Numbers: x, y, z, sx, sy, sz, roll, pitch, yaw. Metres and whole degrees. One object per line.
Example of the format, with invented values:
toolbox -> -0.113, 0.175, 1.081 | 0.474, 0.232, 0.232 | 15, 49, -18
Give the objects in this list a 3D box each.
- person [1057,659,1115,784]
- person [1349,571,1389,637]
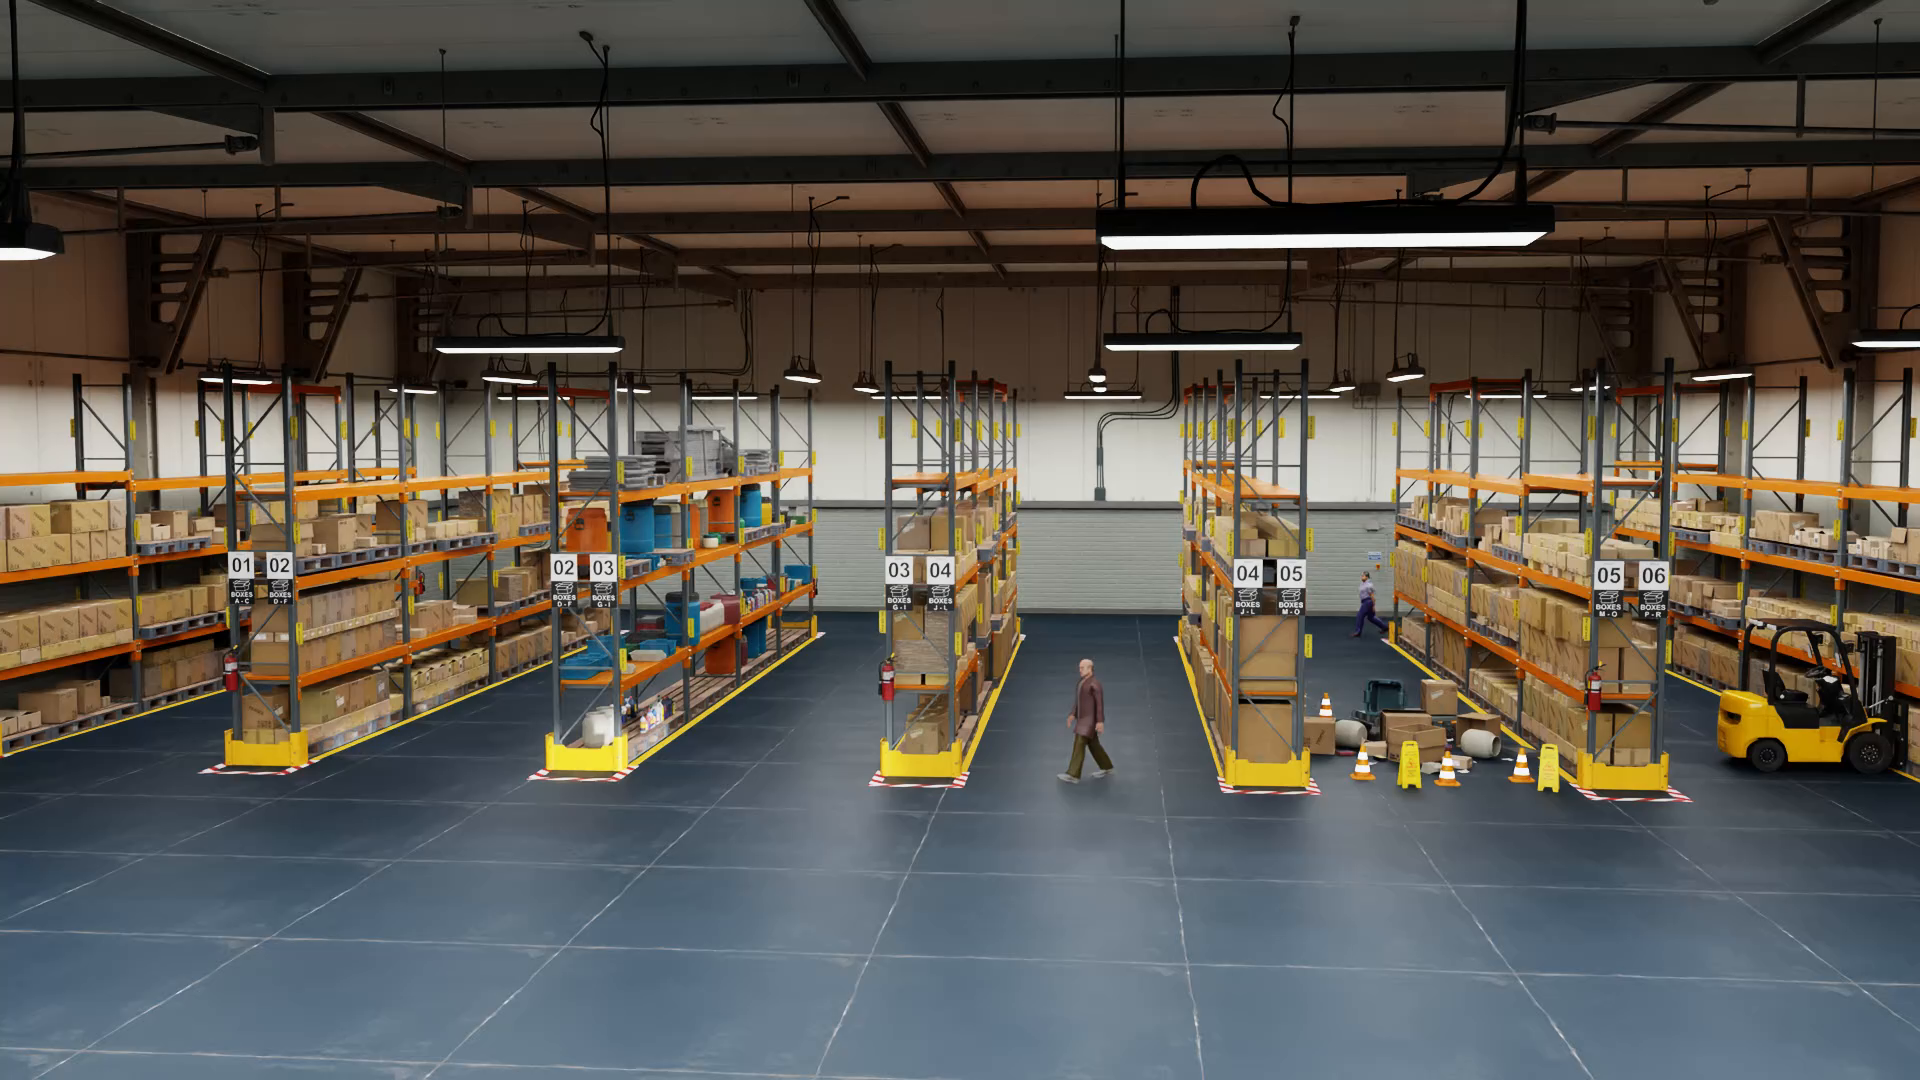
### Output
person -> 1.790, 2.571, 23.743 | 0.978, 1.755, 0.566 | -1, 4, -14
person -> 9.935, 1.549, 40.330 | 1.016, 1.591, 0.480 | 0, 4, 4
